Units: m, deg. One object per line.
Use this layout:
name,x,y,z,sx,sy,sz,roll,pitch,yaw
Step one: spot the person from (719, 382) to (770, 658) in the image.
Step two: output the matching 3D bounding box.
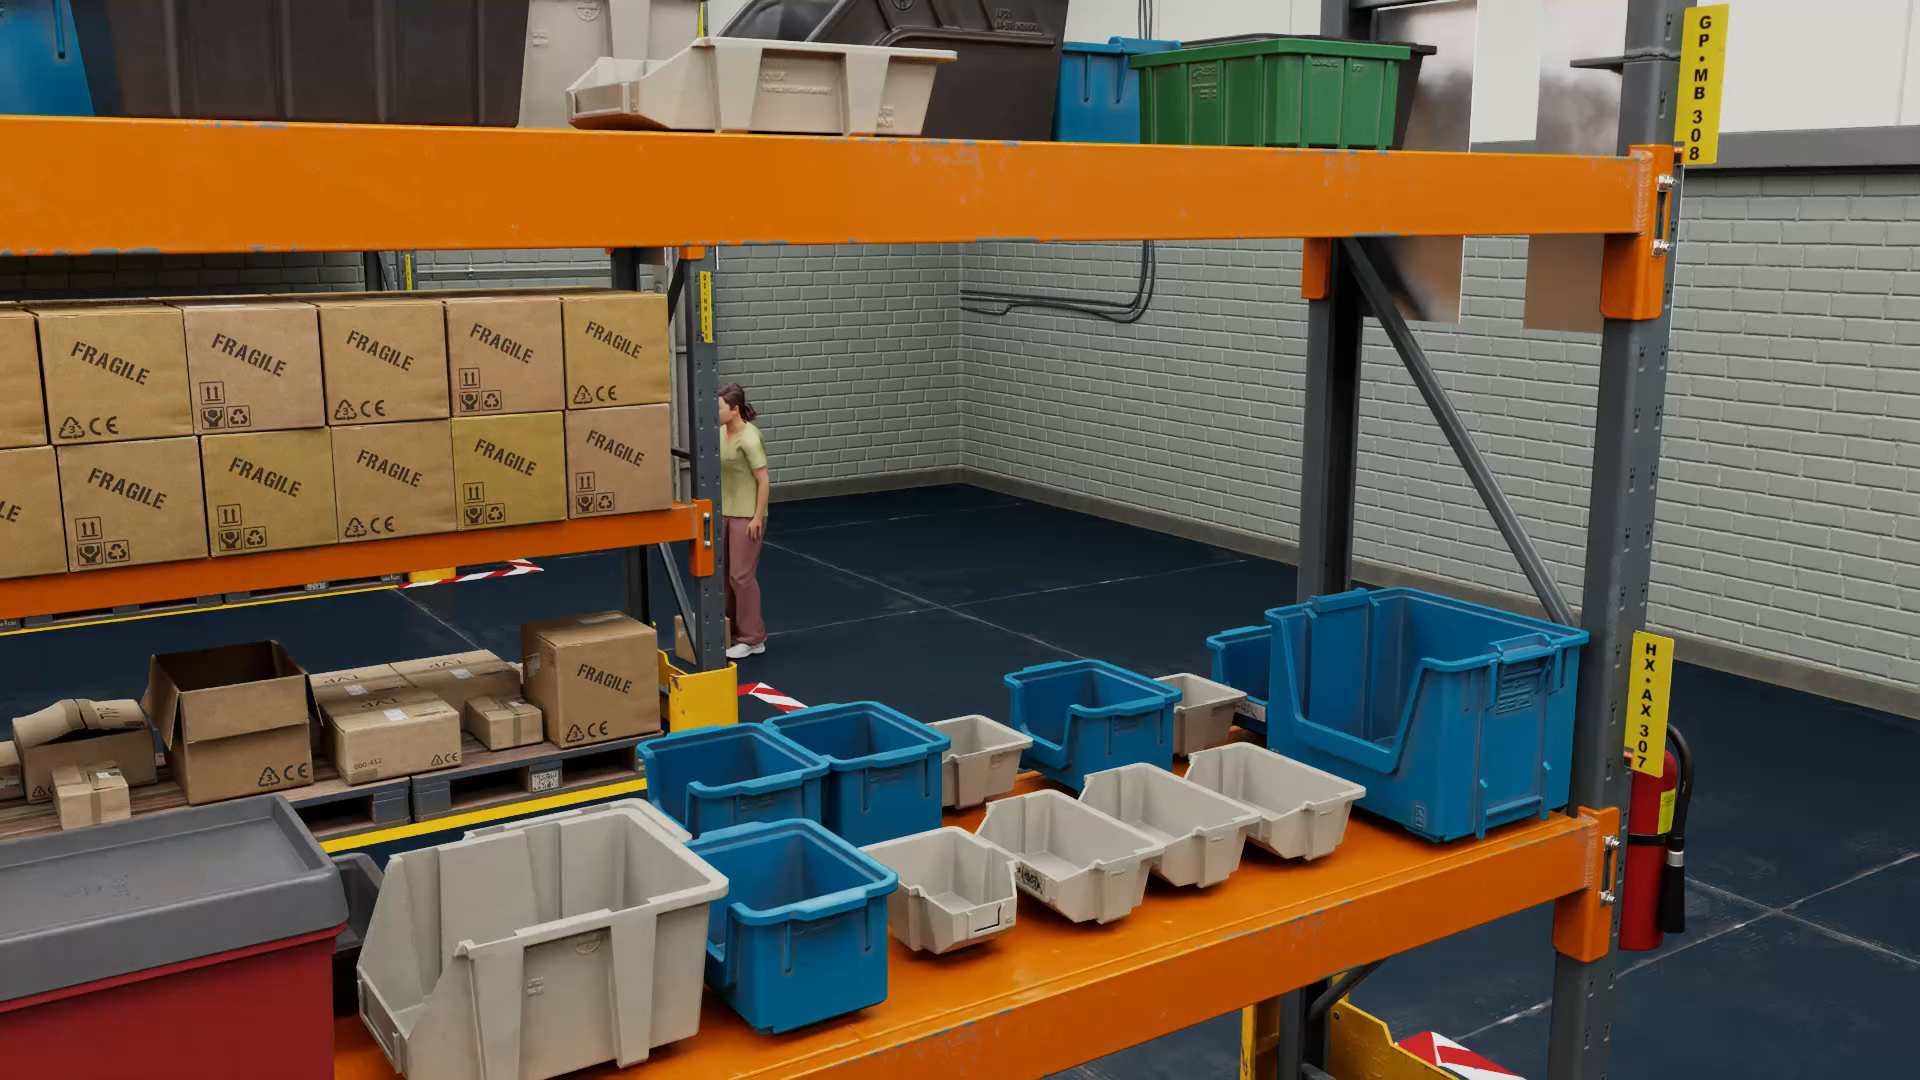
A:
person,-1.359,-0.132,10.108,0.365,1.671,0.515,-8,14,-36
